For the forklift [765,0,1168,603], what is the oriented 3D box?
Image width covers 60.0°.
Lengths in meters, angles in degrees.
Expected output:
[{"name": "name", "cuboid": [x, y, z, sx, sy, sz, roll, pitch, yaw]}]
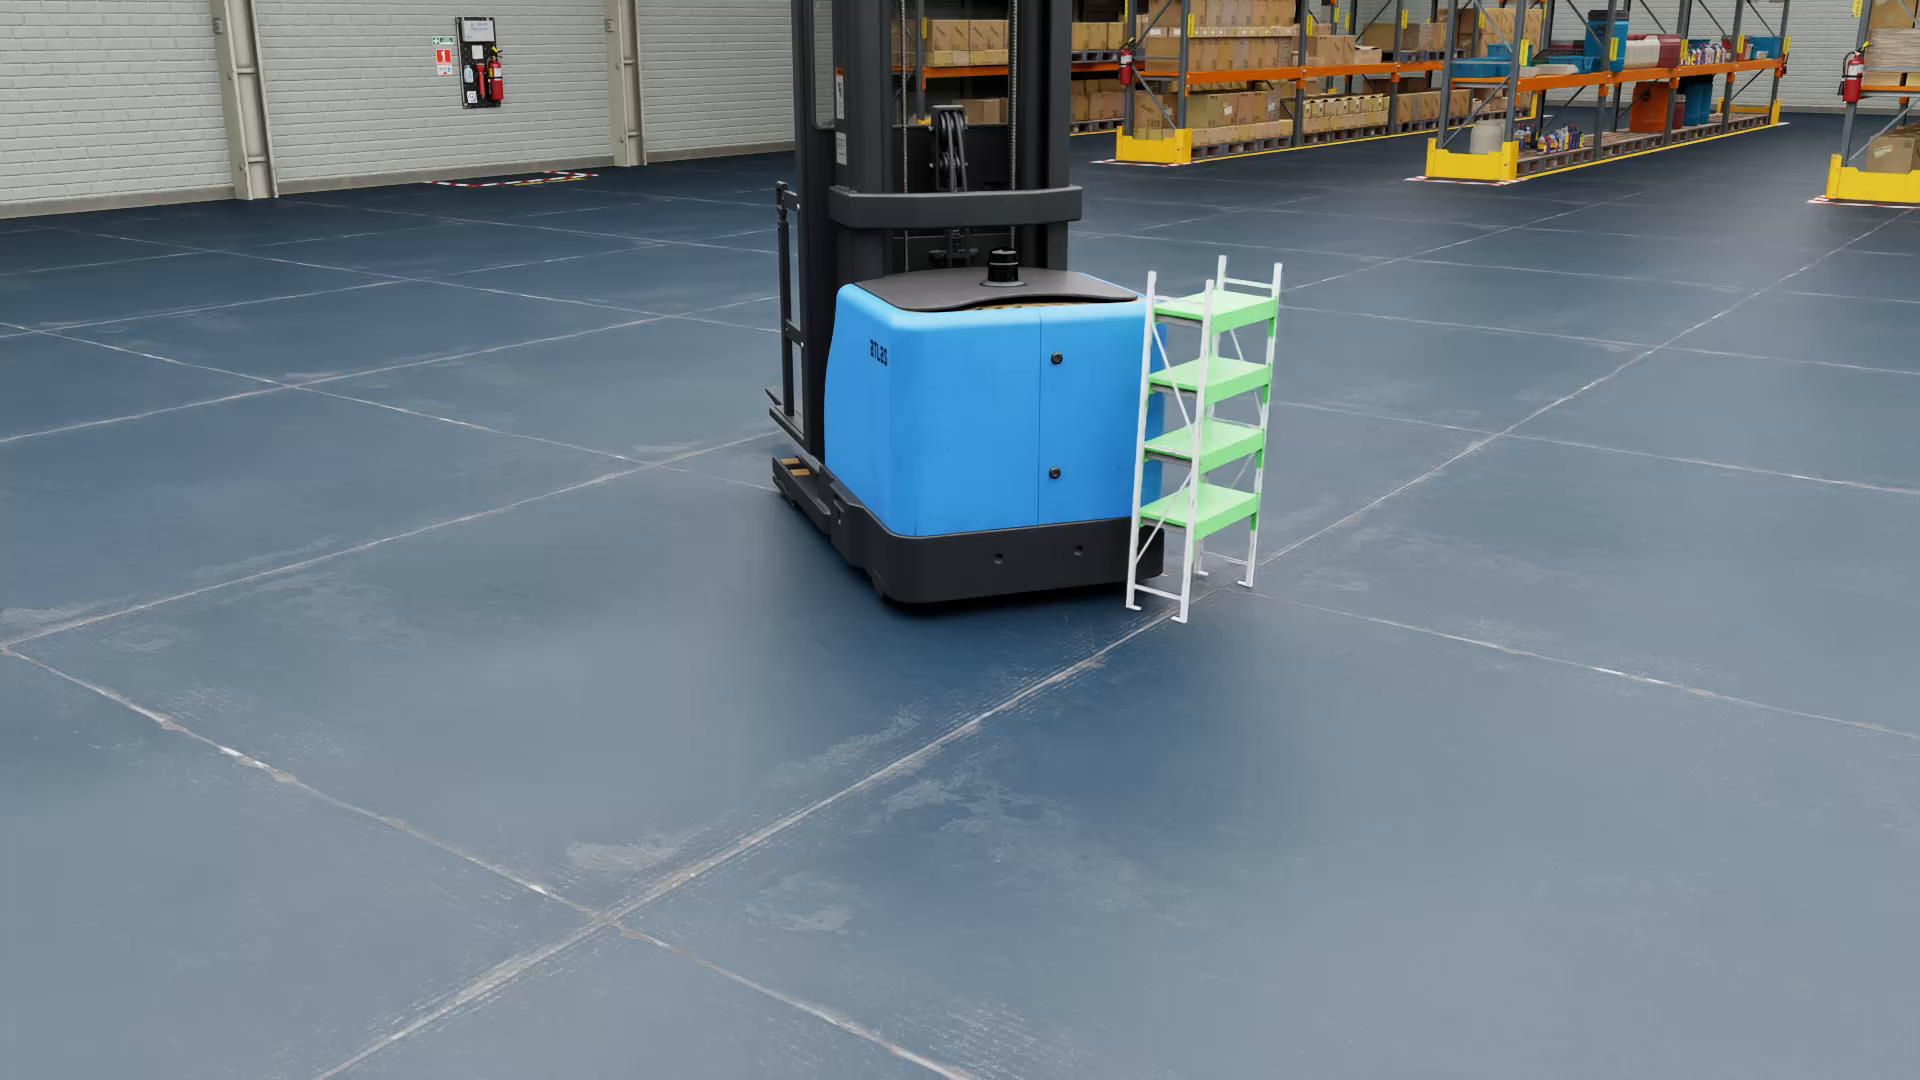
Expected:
[{"name": "forklift", "cuboid": [-0.196, -1.576, 6.877, 1.130, 2.935, 3.031, -6, 18, -17]}]

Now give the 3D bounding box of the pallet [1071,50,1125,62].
[{"name": "pallet", "cuboid": [2.592, -9.421, 32.346, 1.003, 0.211, 1.213, 12, 21, 35]}]

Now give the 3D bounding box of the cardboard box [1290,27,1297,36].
[{"name": "cardboard box", "cuboid": [5.346, -8.419, 27.534, 0.380, 0.149, 0.250, 12, 21, 35]}]

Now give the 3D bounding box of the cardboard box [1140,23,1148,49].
[{"name": "cardboard box", "cuboid": [3.467, -10.135, 33.413, 0.700, 0.500, 0.500, 10, 20, 28]}]

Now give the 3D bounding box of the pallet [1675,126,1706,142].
[{"name": "pallet", "cuboid": [12.859, -7.393, 30.195, 1.003, 0.211, 1.213, 12, 21, 35]}]

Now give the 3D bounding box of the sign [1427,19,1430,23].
[{"name": "sign", "cuboid": [9.663, -10.577, 34.286, 0.100, 0.325, 0.005, 12, 21, 35]}]

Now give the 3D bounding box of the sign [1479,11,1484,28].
[{"name": "sign", "cuboid": [10.551, -10.525, 33.626, 0.100, 0.325, 0.005, 12, 21, 35]}]

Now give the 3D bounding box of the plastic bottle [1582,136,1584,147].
[{"name": "plastic bottle", "cuboid": [9.346, -6.020, 25.048, 0.097, 0.201, 0.097, 0, 17, 0]}]

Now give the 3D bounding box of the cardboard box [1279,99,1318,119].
[{"name": "cardboard box", "cuboid": [5.783, -7.374, 28.413, 0.500, 0.311, 0.500, 13, 21, 35]}]

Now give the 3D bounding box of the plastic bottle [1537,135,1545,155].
[{"name": "plastic bottle", "cuboid": [8.259, -5.619, 23.639, 0.097, 0.271, 0.097, 0, 17, 0]}]

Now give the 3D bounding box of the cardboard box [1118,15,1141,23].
[{"name": "cardboard box", "cuboid": [3.378, -10.392, 33.146, 0.380, 0.149, 0.250, 9, 19, 26]}]

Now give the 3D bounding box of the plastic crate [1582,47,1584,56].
[{"name": "plastic crate", "cuboid": [9.720, -7.598, 26.179, 0.392, 0.384, 0.575, 12, 21, 35]}]

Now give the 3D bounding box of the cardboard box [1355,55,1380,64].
[{"name": "cardboard box", "cuboid": [7.406, -8.734, 30.233, 0.380, 0.149, 0.250, 12, 21, 35]}]

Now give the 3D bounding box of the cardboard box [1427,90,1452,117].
[{"name": "cardboard box", "cuboid": [9.439, -8.682, 33.116, 0.500, 0.500, 0.500, 13, 21, 35]}]

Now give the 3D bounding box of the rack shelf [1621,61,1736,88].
[{"name": "rack shelf", "cuboid": [12.887, -8.373, 29.862, 1.077, 0.370, 4.000, 12, 21, 35]}]

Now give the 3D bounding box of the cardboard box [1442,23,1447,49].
[{"name": "cardboard box", "cuboid": [9.282, -10.069, 33.234, 0.500, 0.500, 0.700, -16, 23, -42]}]

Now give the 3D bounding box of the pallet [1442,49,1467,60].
[{"name": "pallet", "cuboid": [9.539, -9.807, 33.589, 1.003, 0.211, 1.213, 12, 21, 35]}]

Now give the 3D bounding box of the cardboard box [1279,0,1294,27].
[{"name": "cardboard box", "cuboid": [5.077, -8.724, 27.424, 0.700, 0.500, 0.500, 13, 21, 35]}]

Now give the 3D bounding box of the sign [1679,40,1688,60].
[{"name": "sign", "cuboid": [12.141, -8.223, 27.890, 0.100, 0.325, 0.005, 12, 21, 35]}]

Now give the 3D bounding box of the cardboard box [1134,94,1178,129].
[{"name": "cardboard box", "cuboid": [3.033, -6.637, 25.722, 0.500, 0.500, 0.500, 12, 21, 35]}]

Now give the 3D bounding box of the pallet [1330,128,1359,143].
[{"name": "pallet", "cuboid": [6.470, -7.306, 29.916, 1.003, 0.211, 1.213, 12, 21, 35]}]

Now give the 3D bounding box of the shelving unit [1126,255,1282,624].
[{"name": "shelving unit", "cuboid": [0.858, -0.362, 5.870, 0.258, 1.200, 0.503, 15, 23, 34]}]

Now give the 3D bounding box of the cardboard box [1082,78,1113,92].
[{"name": "cardboard box", "cuboid": [2.659, -8.937, 32.673, 0.500, 0.250, 0.500, 12, 21, 34]}]

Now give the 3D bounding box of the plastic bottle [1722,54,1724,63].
[{"name": "plastic bottle", "cuboid": [14.056, -8.915, 30.728, 0.097, 0.201, 0.097, 0, 17, 0]}]

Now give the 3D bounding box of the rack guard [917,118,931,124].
[{"name": "rack guard", "cuboid": [-0.982, -6.910, 28.152, 1.175, 0.500, 0.348, 12, 21, 35]}]

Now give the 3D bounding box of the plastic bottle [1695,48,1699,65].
[{"name": "plastic bottle", "cuboid": [12.938, -8.498, 29.247, 0.061, 0.283, 0.133, 12, 21, 35]}]

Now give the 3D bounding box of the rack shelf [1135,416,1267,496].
[{"name": "rack shelf", "cuboid": [0.856, -0.302, 5.890, 0.258, 0.148, 0.480, 15, 23, 34]}]

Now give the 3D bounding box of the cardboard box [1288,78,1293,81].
[{"name": "cardboard box", "cuboid": [7.632, -10.913, 39.242, 0.380, 0.149, 0.250, 13, 21, 35]}]

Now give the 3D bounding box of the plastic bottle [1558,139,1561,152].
[{"name": "plastic bottle", "cuboid": [8.705, -5.764, 24.222, 0.097, 0.201, 0.097, 0, 17, 0]}]

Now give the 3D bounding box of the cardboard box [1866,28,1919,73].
[{"name": "cardboard box", "cuboid": [11.256, -5.776, 19.615, 0.875, 0.500, 0.500, 12, 21, 35]}]

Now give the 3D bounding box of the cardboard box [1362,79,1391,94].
[{"name": "cardboard box", "cuboid": [8.119, -8.769, 32.134, 0.500, 0.250, 0.500, 13, 22, 37]}]

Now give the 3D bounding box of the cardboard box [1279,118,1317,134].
[{"name": "cardboard box", "cuboid": [5.776, -7.104, 28.489, 0.500, 0.250, 0.500, 12, 21, 33]}]

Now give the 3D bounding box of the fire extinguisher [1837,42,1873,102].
[{"name": "fire extinguisher", "cuboid": [10.468, -5.477, 19.453, 0.296, 0.674, 0.183, 12, 21, 35]}]

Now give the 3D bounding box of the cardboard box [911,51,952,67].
[{"name": "cardboard box", "cuboid": [-0.482, -8.084, 27.936, 0.500, 0.250, 0.500, 12, 21, 33]}]

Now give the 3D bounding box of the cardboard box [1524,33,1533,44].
[{"name": "cardboard box", "cuboid": [12.132, -10.791, 36.266, 0.500, 0.500, 0.500, 13, 21, 35]}]

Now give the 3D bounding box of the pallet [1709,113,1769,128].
[{"name": "pallet", "cuboid": [15.940, -8.625, 34.161, 1.003, 0.211, 1.213, 12, 21, 35]}]

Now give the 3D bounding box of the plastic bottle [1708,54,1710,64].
[{"name": "plastic bottle", "cuboid": [13.458, -8.676, 29.958, 0.097, 0.201, 0.097, 0, 17, 0]}]

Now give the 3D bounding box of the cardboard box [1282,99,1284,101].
[{"name": "cardboard box", "cuboid": [5.347, -7.466, 28.711, 0.500, 0.311, 0.500, 12, 21, 35]}]

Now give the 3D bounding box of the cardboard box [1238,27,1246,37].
[{"name": "cardboard box", "cuboid": [4.276, -7.990, 26.153, 0.380, 0.149, 0.250, 13, 21, 35]}]

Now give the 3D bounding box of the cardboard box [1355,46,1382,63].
[{"name": "cardboard box", "cuboid": [7.468, -8.995, 30.802, 0.500, 0.311, 0.500, 14, 22, 38]}]

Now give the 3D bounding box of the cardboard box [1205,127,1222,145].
[{"name": "cardboard box", "cuboid": [3.746, -6.307, 25.923, 0.500, 0.250, 0.500, 12, 21, 35]}]

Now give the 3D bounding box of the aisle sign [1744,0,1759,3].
[{"name": "aisle sign", "cuboid": [16.266, -11.457, 34.196, 0.394, 0.787, 0.004, 12, 21, 35]}]

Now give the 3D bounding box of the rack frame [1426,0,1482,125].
[{"name": "rack frame", "cuboid": [10.103, -10.069, 34.111, 1.000, 3.000, 0.127, 12, 21, 35]}]

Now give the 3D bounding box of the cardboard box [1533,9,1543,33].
[{"name": "cardboard box", "cuboid": [12.442, -11.393, 36.518, 0.500, 0.500, 0.500, 12, 21, 34]}]

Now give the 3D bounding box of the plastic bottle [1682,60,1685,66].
[{"name": "plastic bottle", "cuboid": [12.445, -8.301, 28.613, 0.061, 0.283, 0.133, 12, 21, 35]}]

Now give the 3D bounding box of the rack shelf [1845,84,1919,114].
[{"name": "rack shelf", "cuboid": [12.098, -5.593, 20.908, 1.077, 0.370, 4.000, 12, 21, 35]}]

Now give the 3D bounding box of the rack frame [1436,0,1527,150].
[{"name": "rack frame", "cuboid": [6.929, -6.335, 22.086, 1.000, 3.000, 0.127, 12, 21, 35]}]

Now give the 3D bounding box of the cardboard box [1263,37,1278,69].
[{"name": "cardboard box", "cuboid": [4.768, -7.978, 27.208, 0.700, 0.500, 0.500, 12, 21, 34]}]

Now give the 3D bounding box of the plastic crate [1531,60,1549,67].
[{"name": "plastic crate", "cuboid": [8.277, -6.913, 24.305, 0.450, 0.188, 0.662, 12, 21, 35]}]

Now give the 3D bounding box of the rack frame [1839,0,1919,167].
[{"name": "rack frame", "cuboid": [10.907, -5.460, 19.267, 1.000, 3.000, 0.127, 12, 21, 35]}]

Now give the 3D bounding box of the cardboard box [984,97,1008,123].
[{"name": "cardboard box", "cuboid": [0.769, -7.800, 30.278, 0.500, 0.500, 0.500, 11, 20, 31]}]

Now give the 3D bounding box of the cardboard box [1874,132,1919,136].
[{"name": "cardboard box", "cuboid": [11.621, -4.761, 20.523, 0.500, 0.500, 0.500, -13, 22, -36]}]

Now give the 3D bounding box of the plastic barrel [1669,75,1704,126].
[{"name": "plastic barrel", "cuboid": [13.319, -8.096, 30.588, 0.600, 0.901, 0.708, 12, 21, 35]}]

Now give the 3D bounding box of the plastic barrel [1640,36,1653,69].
[{"name": "plastic barrel", "cuboid": [11.003, -7.911, 26.971, 0.421, 0.512, 0.421, 0, 17, 0]}]

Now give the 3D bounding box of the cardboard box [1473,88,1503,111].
[{"name": "cardboard box", "cuboid": [11.218, -9.536, 35.860, 0.797, 0.503, 0.637, 12, 21, 35]}]

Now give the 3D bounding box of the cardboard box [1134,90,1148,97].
[{"name": "cardboard box", "cuboid": [3.352, -8.827, 33.583, 0.700, 0.500, 0.500, 13, 21, 35]}]
